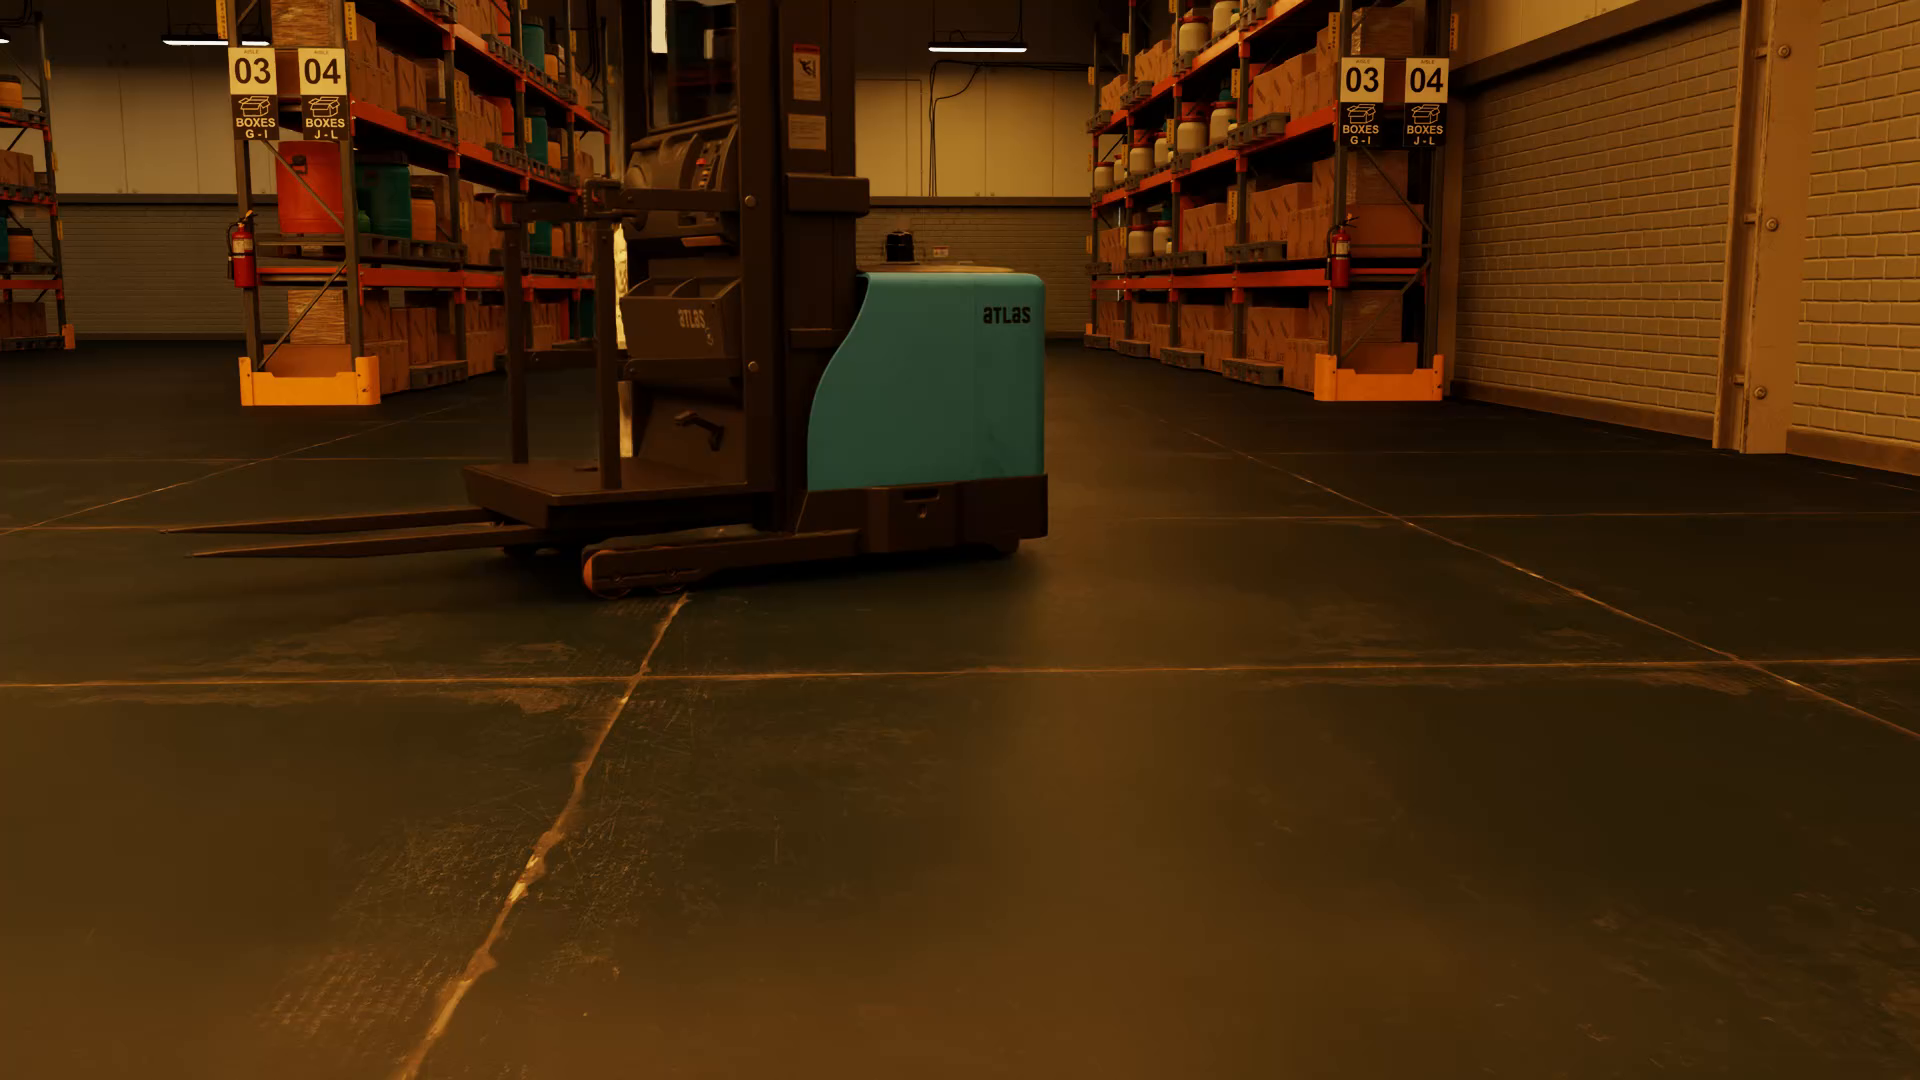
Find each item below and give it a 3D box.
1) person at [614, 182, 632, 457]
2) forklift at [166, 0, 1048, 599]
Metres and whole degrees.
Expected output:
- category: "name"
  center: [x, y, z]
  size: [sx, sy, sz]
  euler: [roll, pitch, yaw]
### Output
- category: "person"
  center: [-1.405, -0.941, 7.988]
  size: [0.725, 1.562, 0.794]
  euler: [2, 9, 12]
- category: "forklift"
  center: [-1.184, -1.342, 5.868]
  size: [3.031, 2.935, 1.130]
  euler: [-5, 10, -31]
